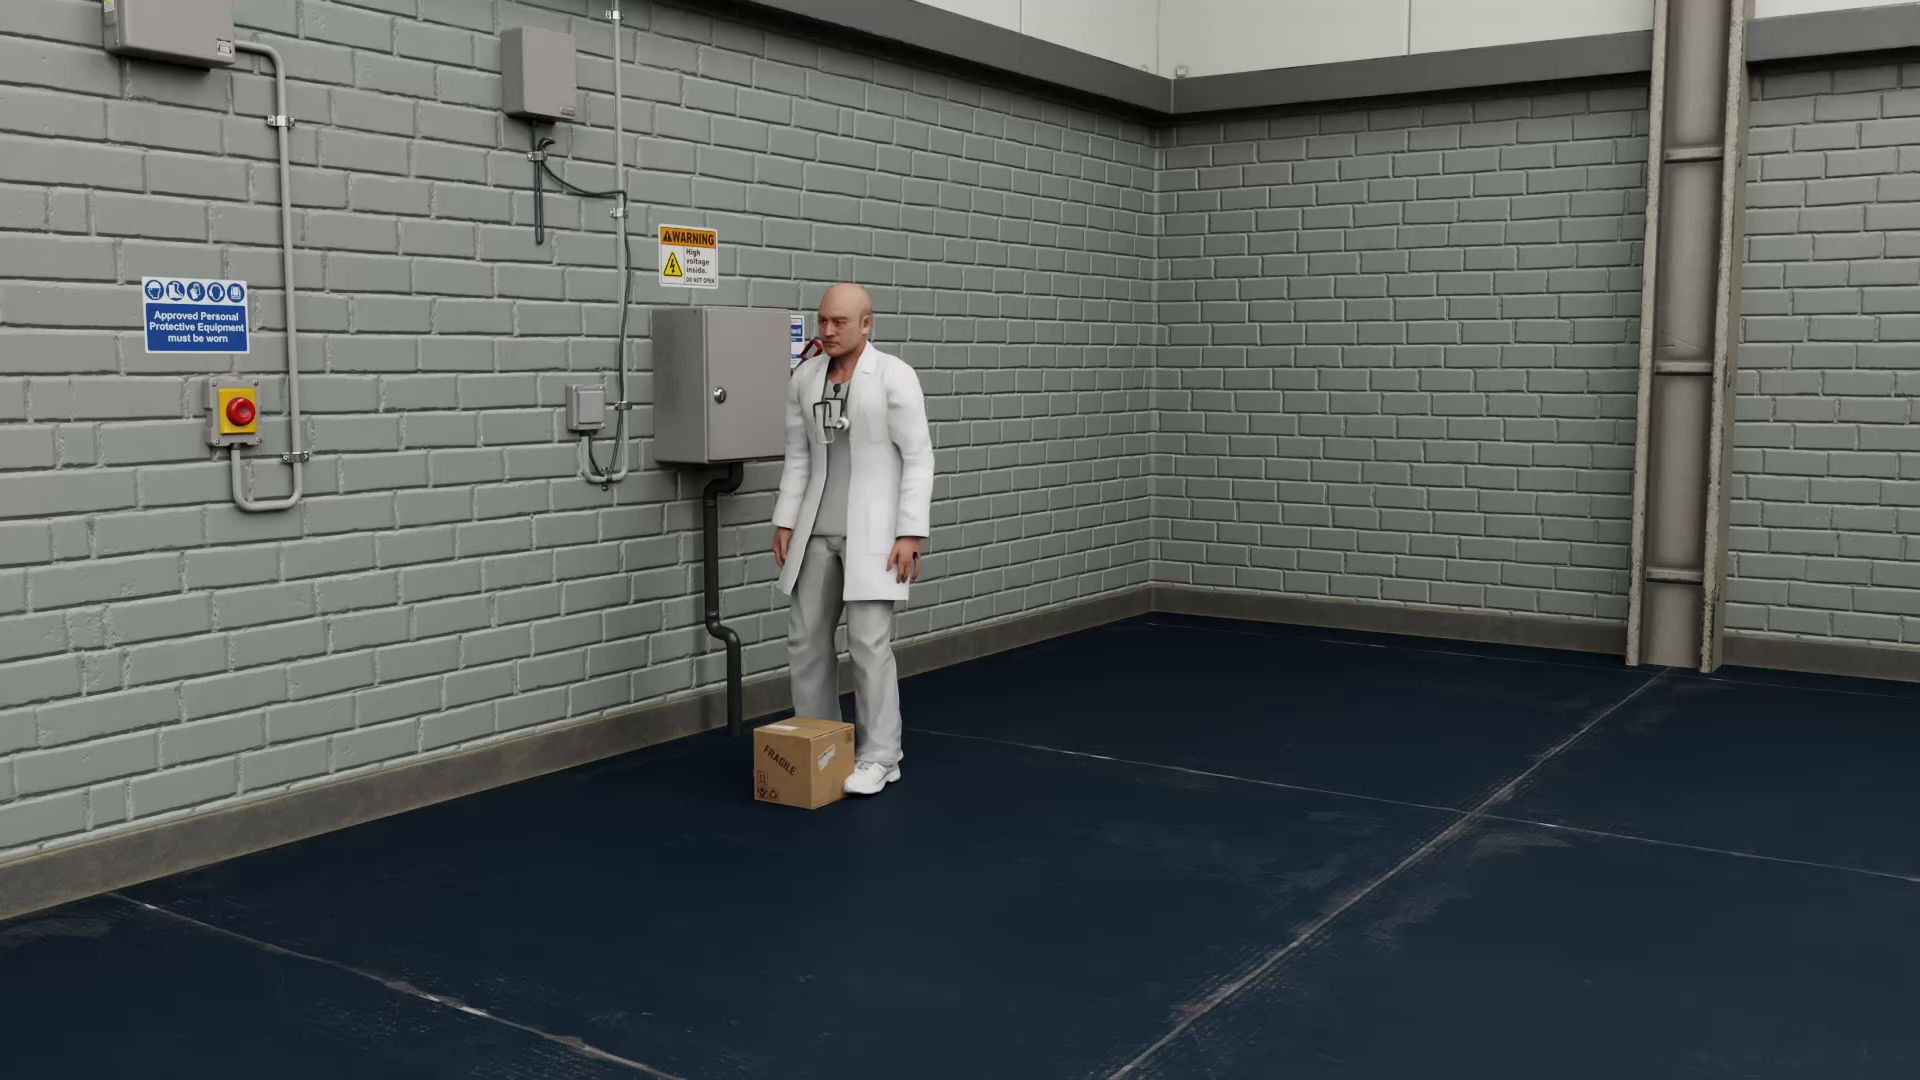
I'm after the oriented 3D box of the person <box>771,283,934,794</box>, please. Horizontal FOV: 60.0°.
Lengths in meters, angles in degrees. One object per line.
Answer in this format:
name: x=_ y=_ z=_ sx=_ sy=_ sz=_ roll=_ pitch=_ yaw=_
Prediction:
person: x=-0.396 y=-0.012 z=5.879 sx=0.644 sy=1.772 sz=0.429 roll=4 pitch=7 yaw=30
